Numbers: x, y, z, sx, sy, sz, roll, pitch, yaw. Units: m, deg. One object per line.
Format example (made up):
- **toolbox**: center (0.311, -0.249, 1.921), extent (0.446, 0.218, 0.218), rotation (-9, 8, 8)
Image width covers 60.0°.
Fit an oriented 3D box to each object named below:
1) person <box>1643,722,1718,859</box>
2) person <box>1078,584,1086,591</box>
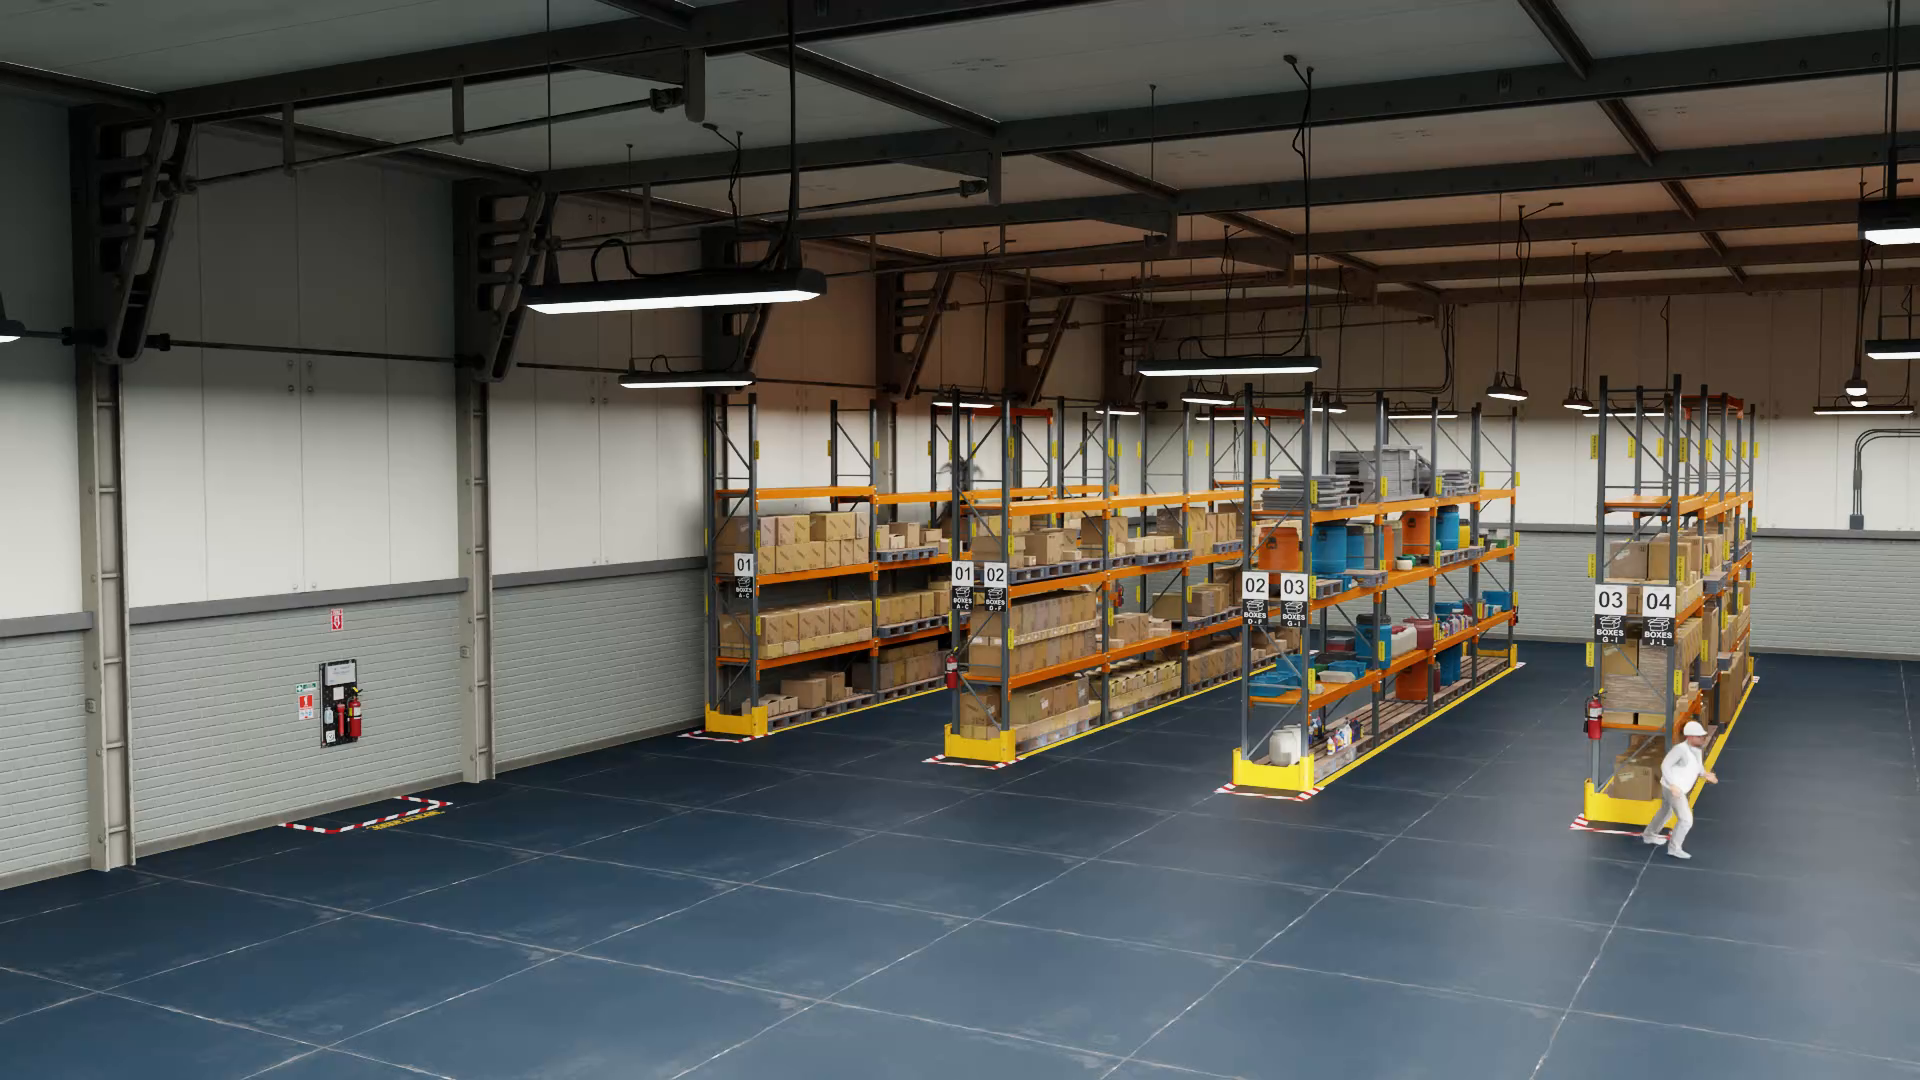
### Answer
- **person**: center (8.876, 3.057, 20.558), extent (0.899, 1.699, 0.711), rotation (3, 4, 39)
- **person**: center (2.759, 1.834, 38.152), extent (0.657, 1.850, 0.715), rotation (1, 3, 17)
